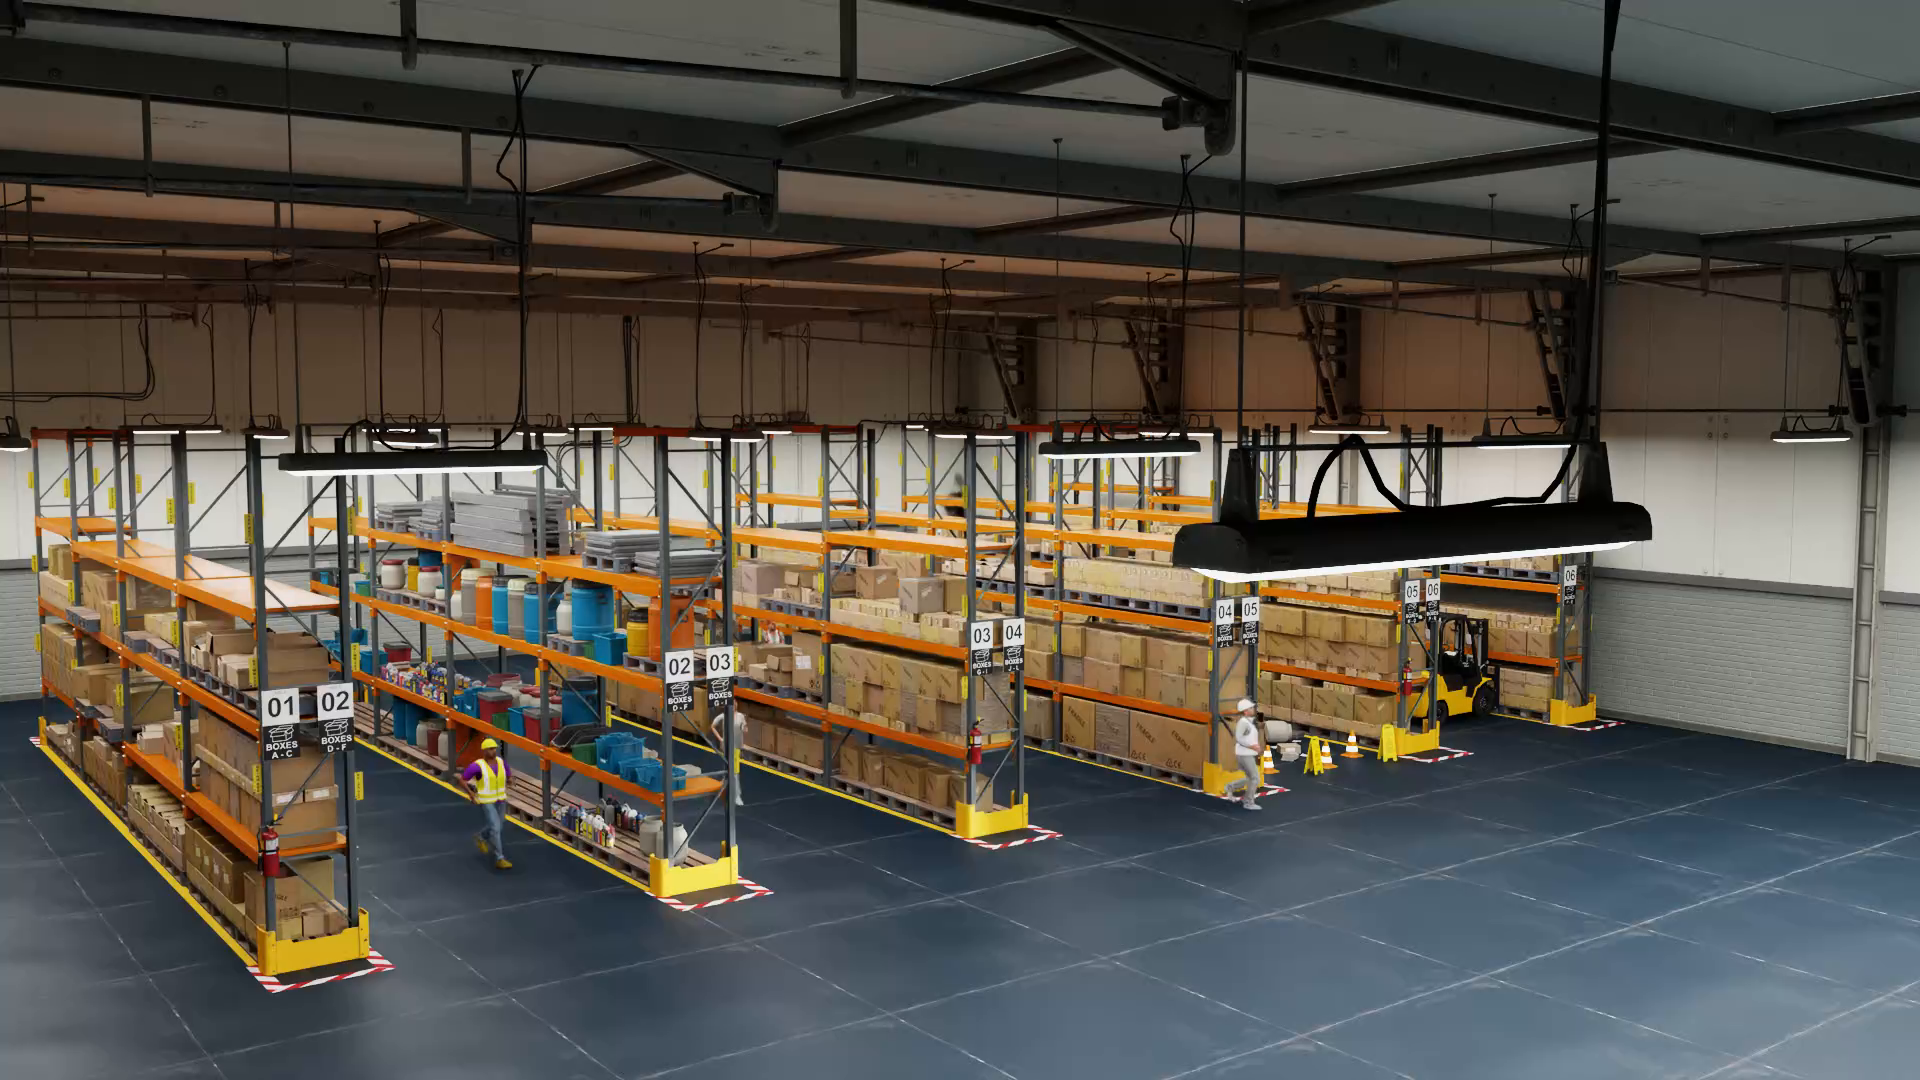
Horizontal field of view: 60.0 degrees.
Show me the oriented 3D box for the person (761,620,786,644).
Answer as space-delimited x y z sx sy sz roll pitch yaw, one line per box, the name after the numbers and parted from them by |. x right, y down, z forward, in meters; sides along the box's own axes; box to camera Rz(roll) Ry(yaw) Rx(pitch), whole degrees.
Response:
-4.142 2.588 36.536 0.668 1.786 0.892 -3 5 -31 | person

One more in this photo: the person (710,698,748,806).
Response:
-3.683 3.379 26.849 0.551 1.719 0.742 -4 6 -45 | person

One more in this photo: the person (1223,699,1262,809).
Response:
4.515 3.412 26.513 0.636 1.747 0.673 1 5 17 | person

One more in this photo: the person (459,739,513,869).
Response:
-6.514 3.627 23.099 0.963 1.747 0.710 4 6 38 | person
